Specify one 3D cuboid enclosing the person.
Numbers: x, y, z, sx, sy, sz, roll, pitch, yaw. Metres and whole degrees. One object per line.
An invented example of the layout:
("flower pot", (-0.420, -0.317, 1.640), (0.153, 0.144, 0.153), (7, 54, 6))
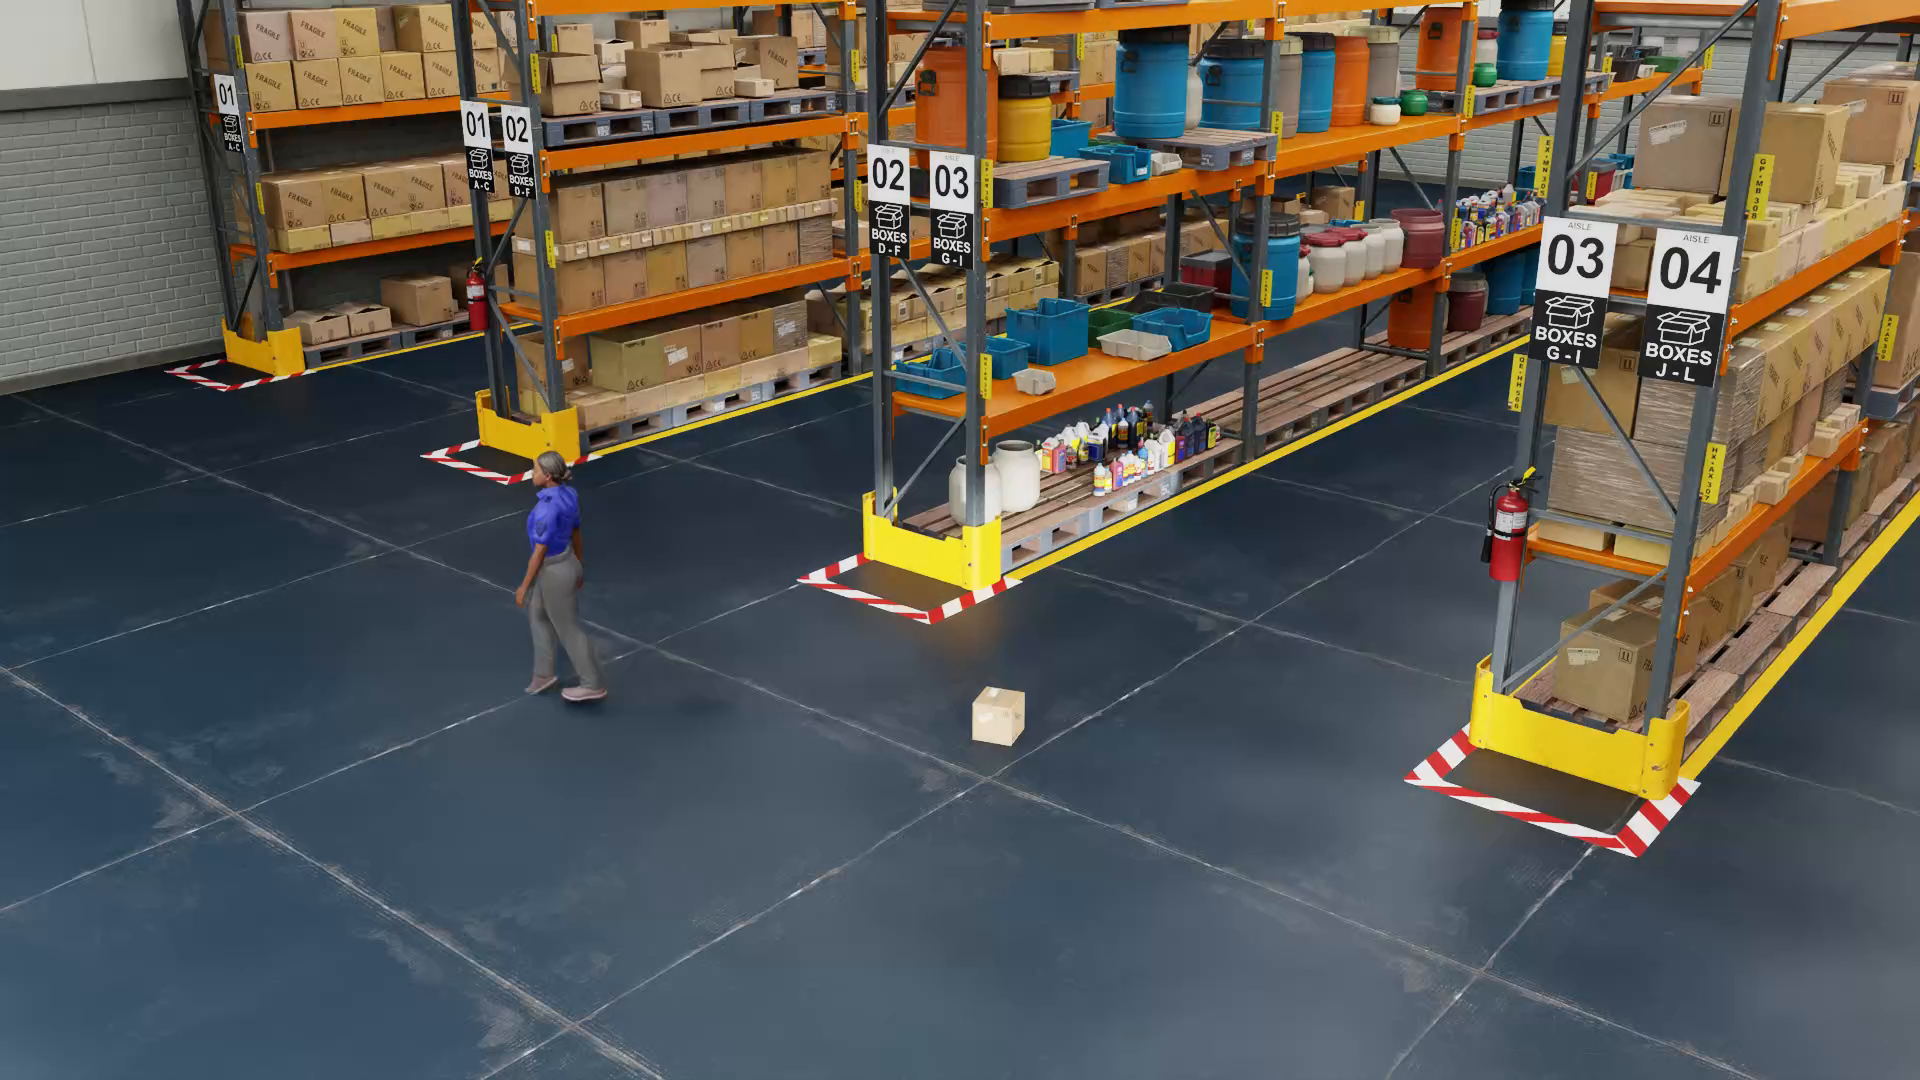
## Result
("person", (-2.559, 0.269, 10.412), (0.612, 1.723, 0.487), (2, 20, 4))
